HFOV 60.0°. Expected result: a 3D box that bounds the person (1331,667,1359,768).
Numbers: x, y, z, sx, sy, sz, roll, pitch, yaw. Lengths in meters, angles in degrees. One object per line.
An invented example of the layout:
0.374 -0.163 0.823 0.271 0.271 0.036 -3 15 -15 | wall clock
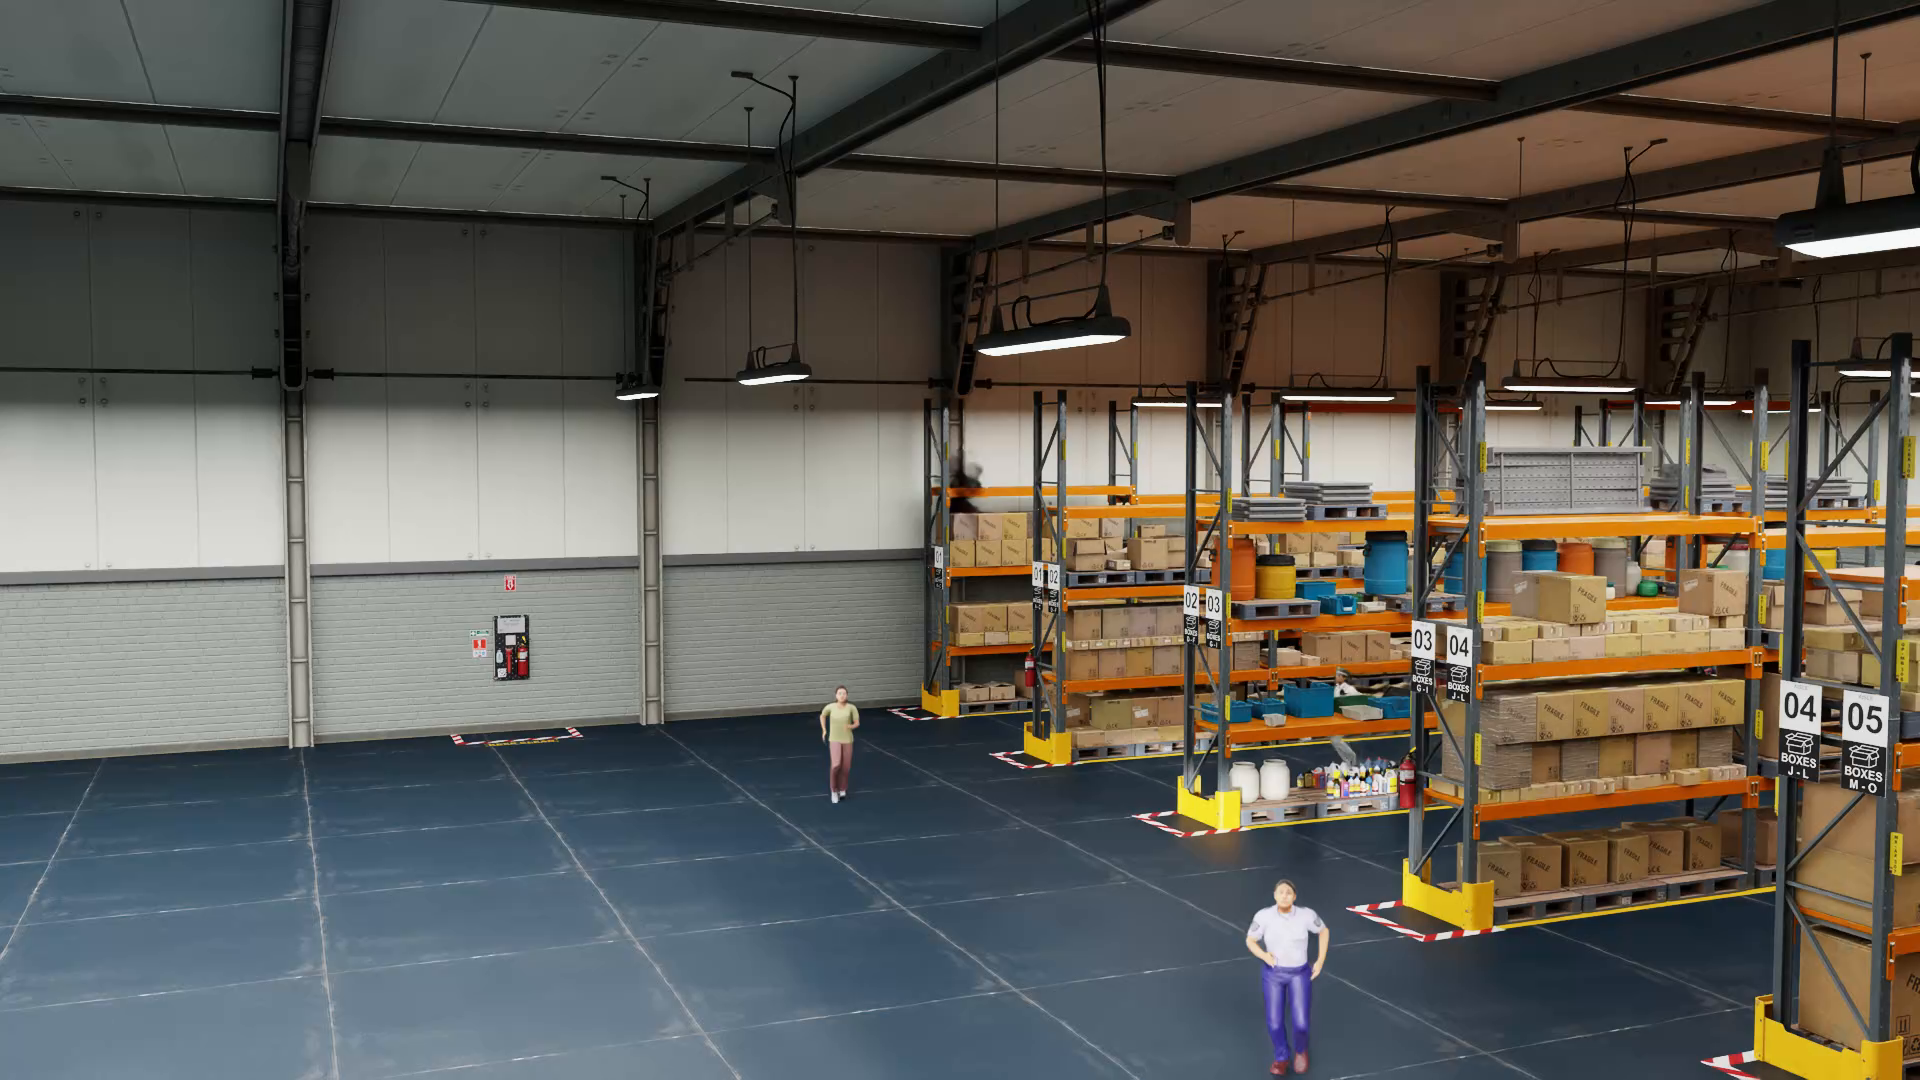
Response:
5.927 2.803 25.986 0.528 1.648 0.589 -2 4 -26 | person

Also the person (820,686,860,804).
-1.711 2.926 23.858 0.544 1.685 0.686 -1 3 -11 | person

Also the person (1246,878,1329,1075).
2.640 3.554 13.453 0.661 1.617 0.570 1 3 13 | person
